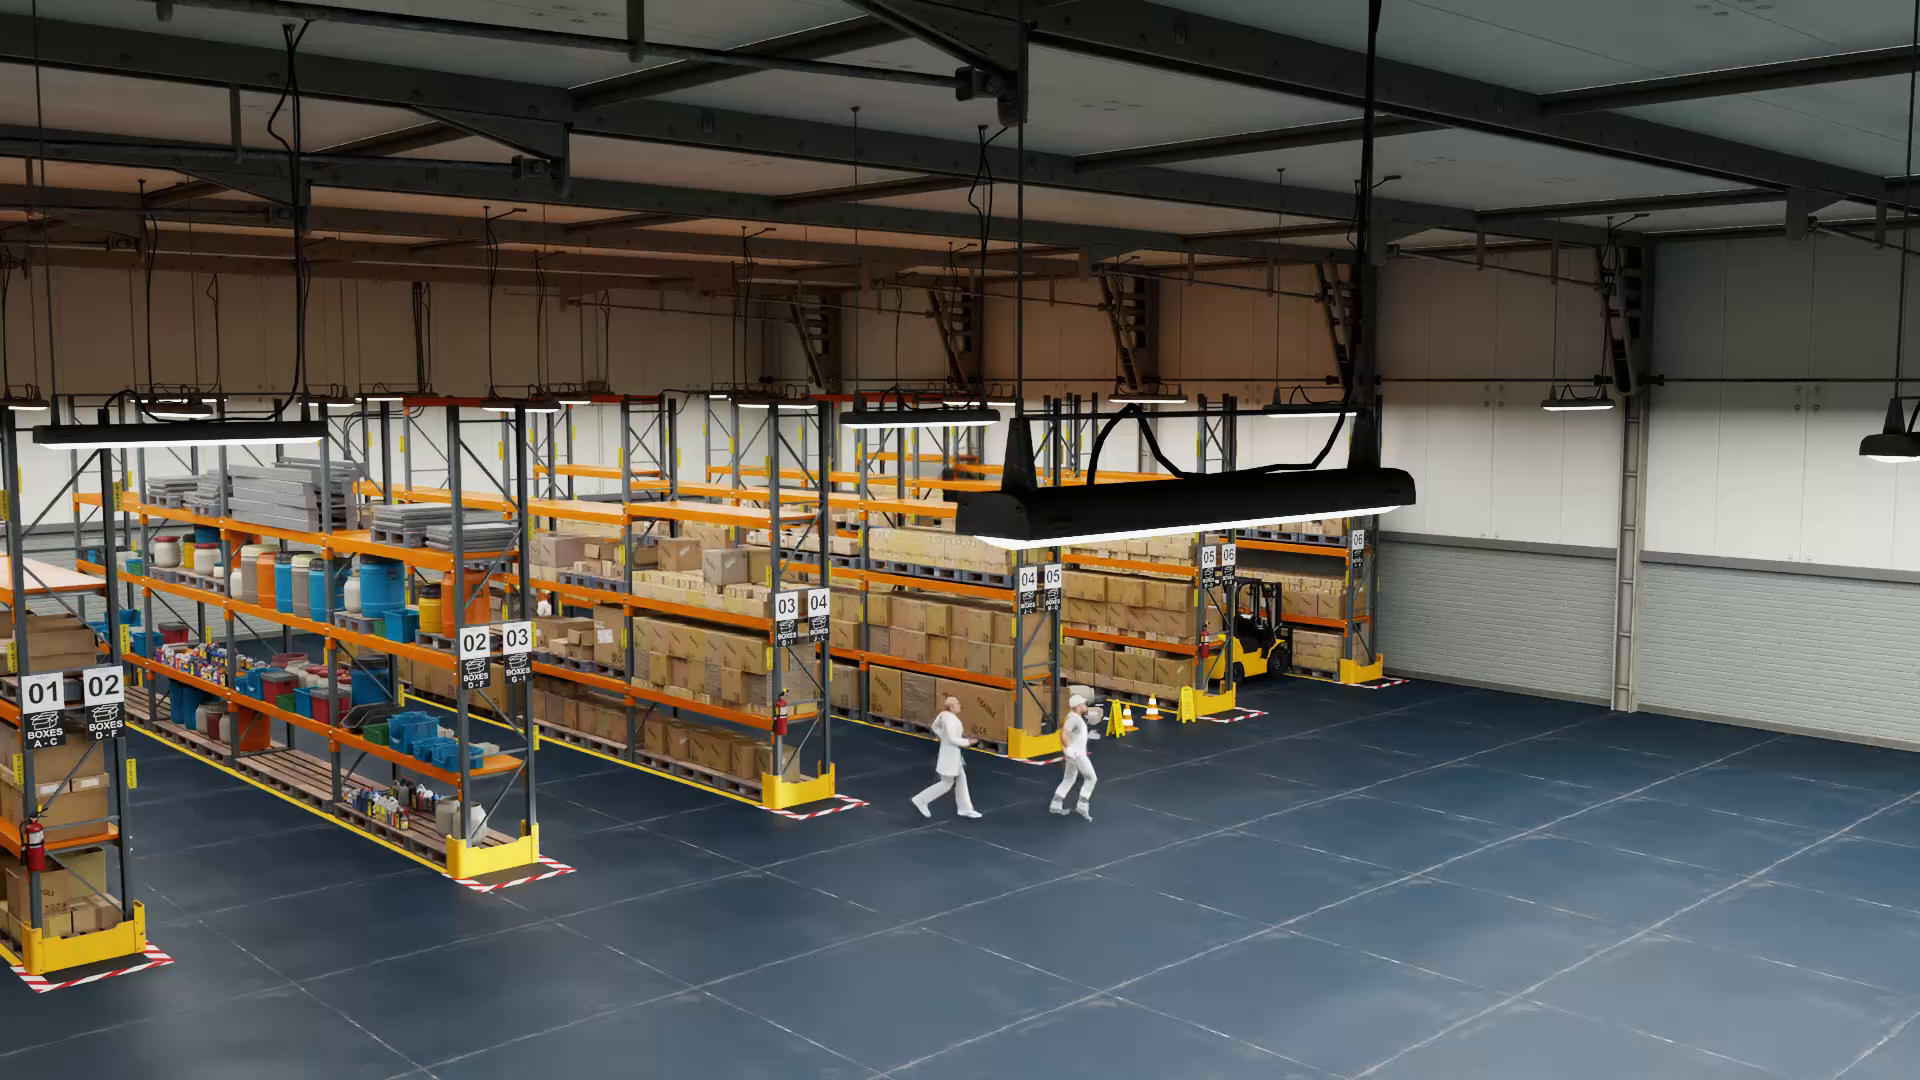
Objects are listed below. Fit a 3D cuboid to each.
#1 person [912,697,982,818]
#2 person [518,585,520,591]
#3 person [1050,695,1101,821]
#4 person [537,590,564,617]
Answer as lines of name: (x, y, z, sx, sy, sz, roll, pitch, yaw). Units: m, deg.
person: (-0.193, 3.140, 23.887, 1.045, 1.791, 0.705, -1, 6, -8)
person: (-9.816, 1.842, 37.335, 0.683, 1.785, 0.669, -5, 8, -45)
person: (1.675, 3.137, 23.990, 0.767, 1.832, 0.637, -1, 6, -8)
person: (-8.971, 1.922, 36.547, 0.713, 1.765, 0.866, -4, 7, -36)
